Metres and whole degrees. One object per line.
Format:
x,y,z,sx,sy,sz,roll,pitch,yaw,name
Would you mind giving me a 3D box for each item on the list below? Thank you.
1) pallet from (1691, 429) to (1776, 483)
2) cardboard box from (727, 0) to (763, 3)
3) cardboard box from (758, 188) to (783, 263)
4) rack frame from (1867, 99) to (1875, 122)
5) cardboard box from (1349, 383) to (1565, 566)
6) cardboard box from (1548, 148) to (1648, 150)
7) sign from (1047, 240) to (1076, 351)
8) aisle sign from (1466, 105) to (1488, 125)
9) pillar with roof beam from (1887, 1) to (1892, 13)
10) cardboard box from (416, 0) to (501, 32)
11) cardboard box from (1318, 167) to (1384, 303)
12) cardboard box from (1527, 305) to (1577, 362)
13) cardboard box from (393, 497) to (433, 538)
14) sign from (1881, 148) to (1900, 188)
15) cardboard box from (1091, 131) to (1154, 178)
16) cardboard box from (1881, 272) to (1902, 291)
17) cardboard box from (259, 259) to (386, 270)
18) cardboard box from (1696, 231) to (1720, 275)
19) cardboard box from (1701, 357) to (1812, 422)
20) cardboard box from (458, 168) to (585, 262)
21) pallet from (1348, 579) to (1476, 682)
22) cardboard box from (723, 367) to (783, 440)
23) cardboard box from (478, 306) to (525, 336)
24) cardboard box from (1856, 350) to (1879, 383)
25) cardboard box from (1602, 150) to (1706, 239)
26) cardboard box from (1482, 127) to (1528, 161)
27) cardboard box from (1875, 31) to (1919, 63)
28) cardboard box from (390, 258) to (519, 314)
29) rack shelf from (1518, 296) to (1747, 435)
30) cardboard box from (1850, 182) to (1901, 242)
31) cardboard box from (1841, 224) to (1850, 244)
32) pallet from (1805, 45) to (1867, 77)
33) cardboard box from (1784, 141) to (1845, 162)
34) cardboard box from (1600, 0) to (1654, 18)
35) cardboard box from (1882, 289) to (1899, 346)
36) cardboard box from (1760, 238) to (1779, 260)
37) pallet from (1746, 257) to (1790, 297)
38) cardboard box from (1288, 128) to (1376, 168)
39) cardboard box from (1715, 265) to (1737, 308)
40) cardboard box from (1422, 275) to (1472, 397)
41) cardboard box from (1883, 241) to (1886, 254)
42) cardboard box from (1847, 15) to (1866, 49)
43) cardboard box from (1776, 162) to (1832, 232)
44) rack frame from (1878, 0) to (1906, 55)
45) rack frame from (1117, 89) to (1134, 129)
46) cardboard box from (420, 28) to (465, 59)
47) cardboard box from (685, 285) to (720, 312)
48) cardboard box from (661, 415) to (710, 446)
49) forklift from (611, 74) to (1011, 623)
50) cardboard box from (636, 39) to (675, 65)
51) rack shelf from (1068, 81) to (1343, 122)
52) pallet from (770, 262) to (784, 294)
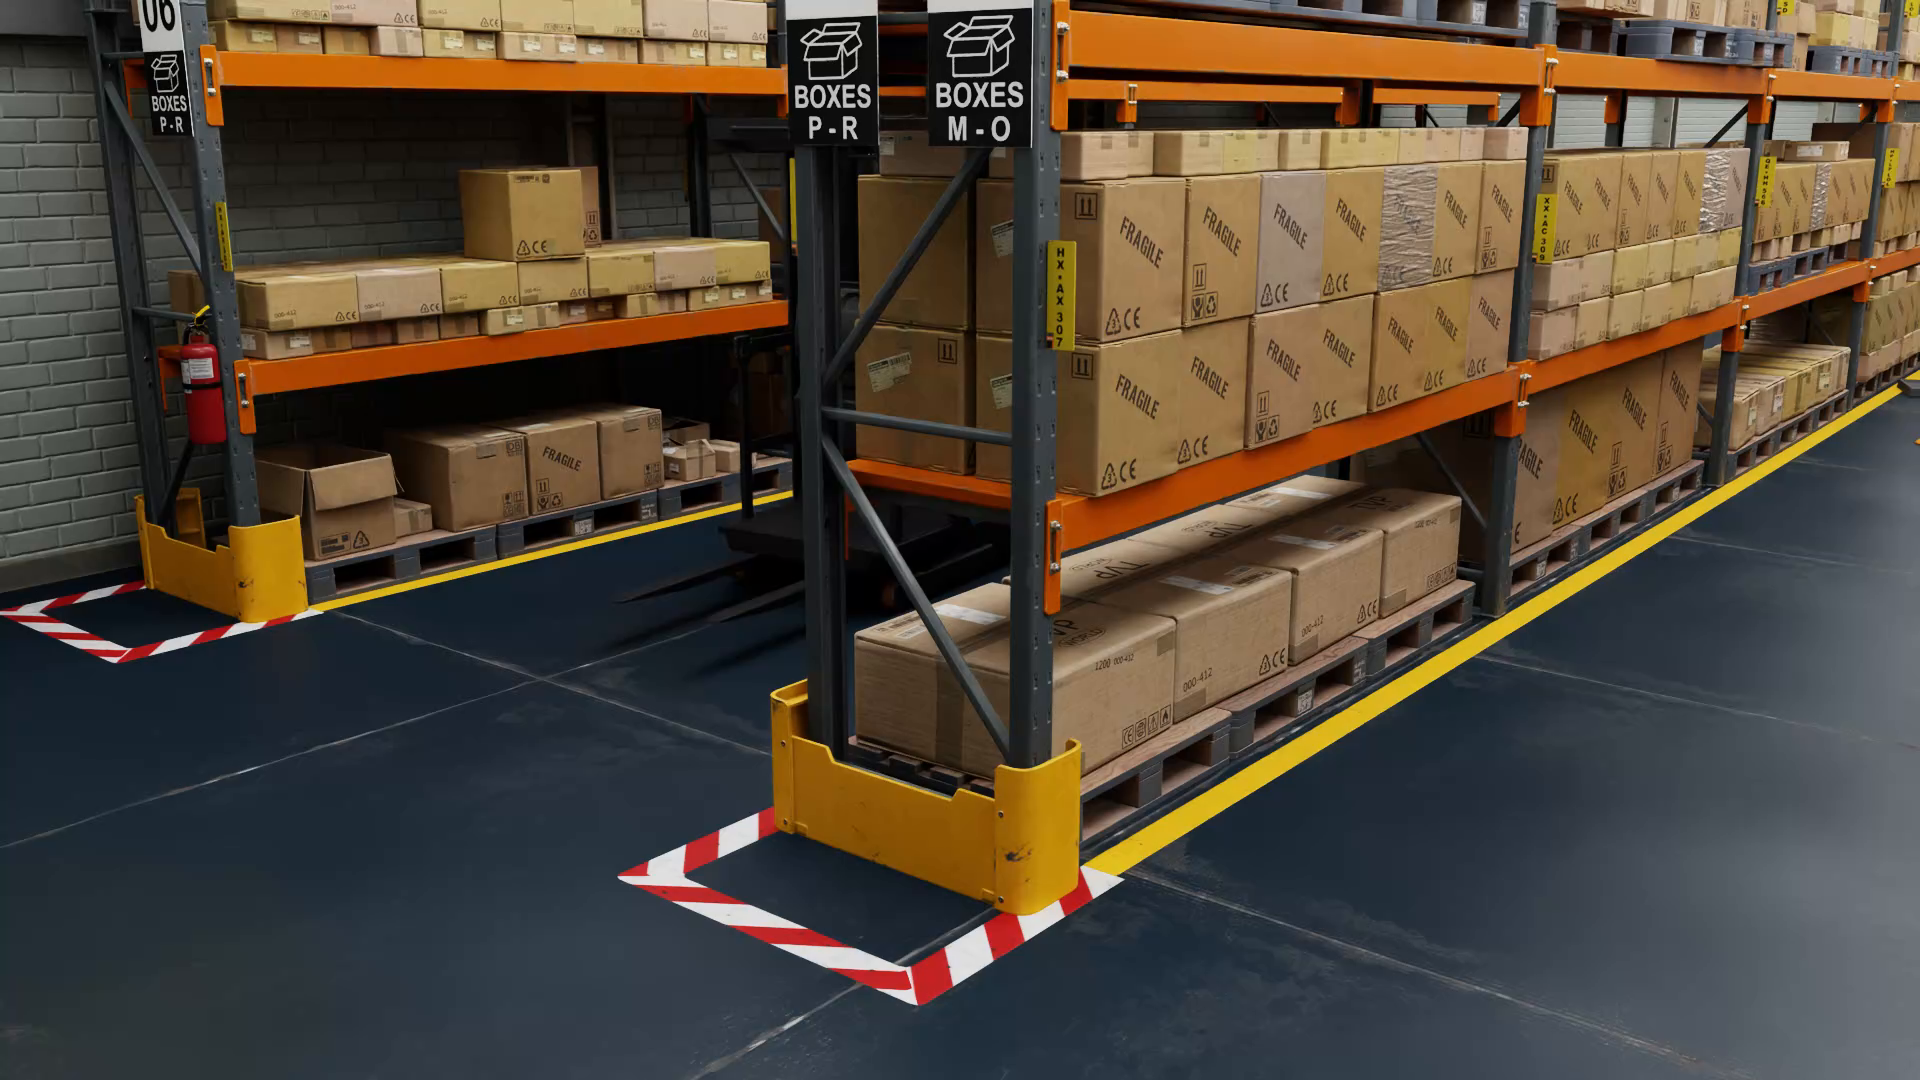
5.397,-0.694,12.427,1.003,0.211,1.213,11,18,38,pallet
-1.603,-3.531,10.525,0.500,0.250,0.500,11,18,38,cardboard box
-0.995,-2.208,11.666,0.700,0.500,0.500,12,18,39,cardboard box
9.933,-3.428,17.527,1.000,3.000,0.127,11,18,38,rack frame
2.718,-0.435,9.206,0.875,0.875,0.875,12,19,39,cardboard box
4.100,-2.276,10.758,0.500,0.500,0.500,11,18,38,cardboard box
0.304,-0.735,5.006,0.100,0.325,0.005,11,18,38,sign
6.339,-5.423,20.098,0.394,0.787,0.004,11,18,38,aisle sign
27.135,-12.189,39.826,9.100,9.000,0.400,11,18,38,pillar with roof beam
-2.860,-2.896,9.040,0.500,0.250,0.500,11,18,36,cardboard box
1.349,-1.241,6.681,0.500,0.500,0.500,11,18,38,cardboard box
2.872,-1.101,8.670,0.500,0.250,0.500,11,18,36,cardboard box
-3.231,-0.131,9.485,0.380,0.149,0.250,10,18,35,cardboard box
7.853,-3.138,14.033,0.100,0.325,0.005,11,18,38,sign
0.424,-1.298,5.589,0.380,0.149,0.250,12,18,39,cardboard box
8.446,-2.396,15.352,0.380,0.149,0.250,12,19,40,cardboard box
-3.579,-1.431,9.364,0.500,0.250,0.500,11,18,38,cardboard box
4.478,-1.835,10.544,0.500,0.250,0.500,11,18,36,cardboard box
6.206,-1.220,13.317,0.950,0.372,0.625,12,19,39,cardboard box
-2.549,-1.899,9.684,0.500,0.500,0.500,12,18,39,cardboard box
1.852,0.355,8.298,1.003,0.211,1.213,11,18,38,pallet
-1.394,-1.030,12.308,0.500,0.500,0.500,11,18,37,cardboard box
-2.718,-1.269,9.538,0.380,0.149,0.250,11,18,36,cardboard box
7.999,-1.604,15.078,0.500,0.250,0.500,10,17,35,cardboard box
4.150,-2.096,10.049,0.500,0.500,0.500,11,18,38,cardboard box
2.445,-1.870,7.839,0.380,0.149,0.250,11,18,36,cardboard box
7.908,-4.230,14.289,0.500,0.250,0.500,11,18,36,cardboard box
-2.859,-1.443,9.410,0.500,0.250,0.500,11,18,36,cardboard box
3.648,-1.165,10.077,1.077,0.370,4.000,11,18,38,rack shelf
7.912,-2.896,14.624,0.500,0.500,0.500,11,18,37,cardboard box
6.996,-2.500,13.530,0.380,0.149,0.250,11,18,37,cardboard box
6.298,-3.724,12.981,1.213,0.211,1.003,11,18,38,pallet
6.727,-3.059,13.097,0.380,0.149,0.250,10,18,35,cardboard box
3.458,-2.863,8.829,0.380,0.166,0.250,10,17,34,cardboard box
8.327,-2.072,15.397,0.500,0.500,0.500,12,19,40,cardboard box
5.665,-2.106,11.978,0.380,0.149,0.250,10,17,34,cardboard box
5.270,-1.956,12.121,1.213,0.211,1.003,11,18,38,pallet
1.449,-1.585,6.719,0.380,0.149,0.250,11,18,38,cardboard box
4.789,-1.687,10.975,0.500,0.250,0.500,10,18,36,cardboard box
1.979,-0.951,7.571,0.500,0.500,0.500,11,18,36,cardboard box
8.128,-2.663,15.025,0.380,0.149,0.250,11,18,37,cardboard box
6.842,-4.017,13.202,0.500,0.250,0.500,12,18,38,cardboard box
6.338,-2.641,12.767,0.500,0.500,0.500,10,18,35,cardboard box
7.419,-5.570,13.773,1.000,3.000,0.127,11,18,38,rack frame
1.041,-2.664,14.517,1.000,3.000,0.127,11,18,38,rack frame
-2.891,-2.673,8.970,0.380,0.149,0.250,11,18,37,cardboard box
-1.768,-1.569,10.718,0.380,0.149,0.250,12,18,39,cardboard box
-2.072,-0.708,11.426,0.500,0.311,0.500,12,19,39,cardboard box
-0.607,-1.183,8.825,1.130,2.935,3.031,9,17,31,forklift
-1.959,-2.972,10.150,0.380,0.149,0.250,11,18,37,cardboard box
2.298,-4.152,15.744,1.077,0.370,4.000,11,18,38,rack shelf
-0.885,-1.941,12.061,1.003,0.211,1.213,11,18,38,pallet
